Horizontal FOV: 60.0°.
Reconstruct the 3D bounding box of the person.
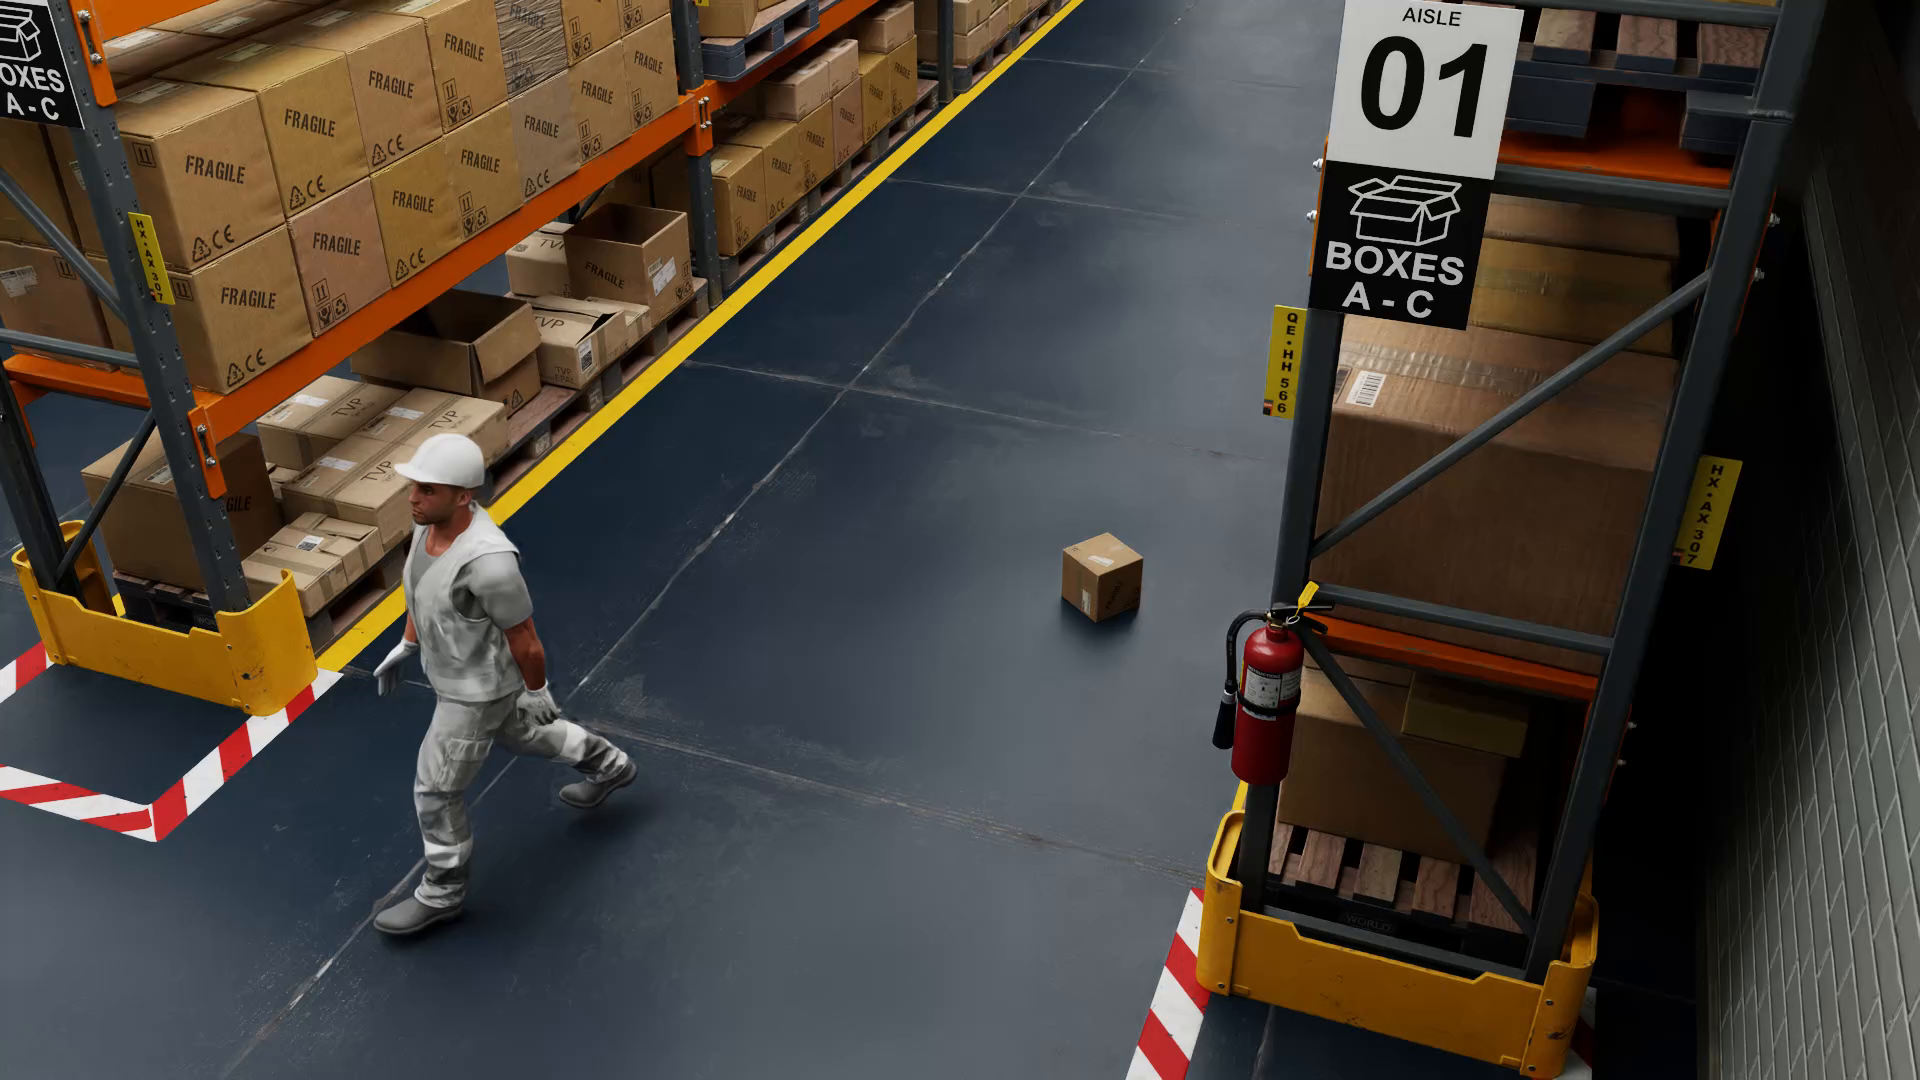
[{"bbox_3d":[-1.582,0.430,5.450,1.034,1.747,0.516,-18,37,-26],"label":"person"}]
